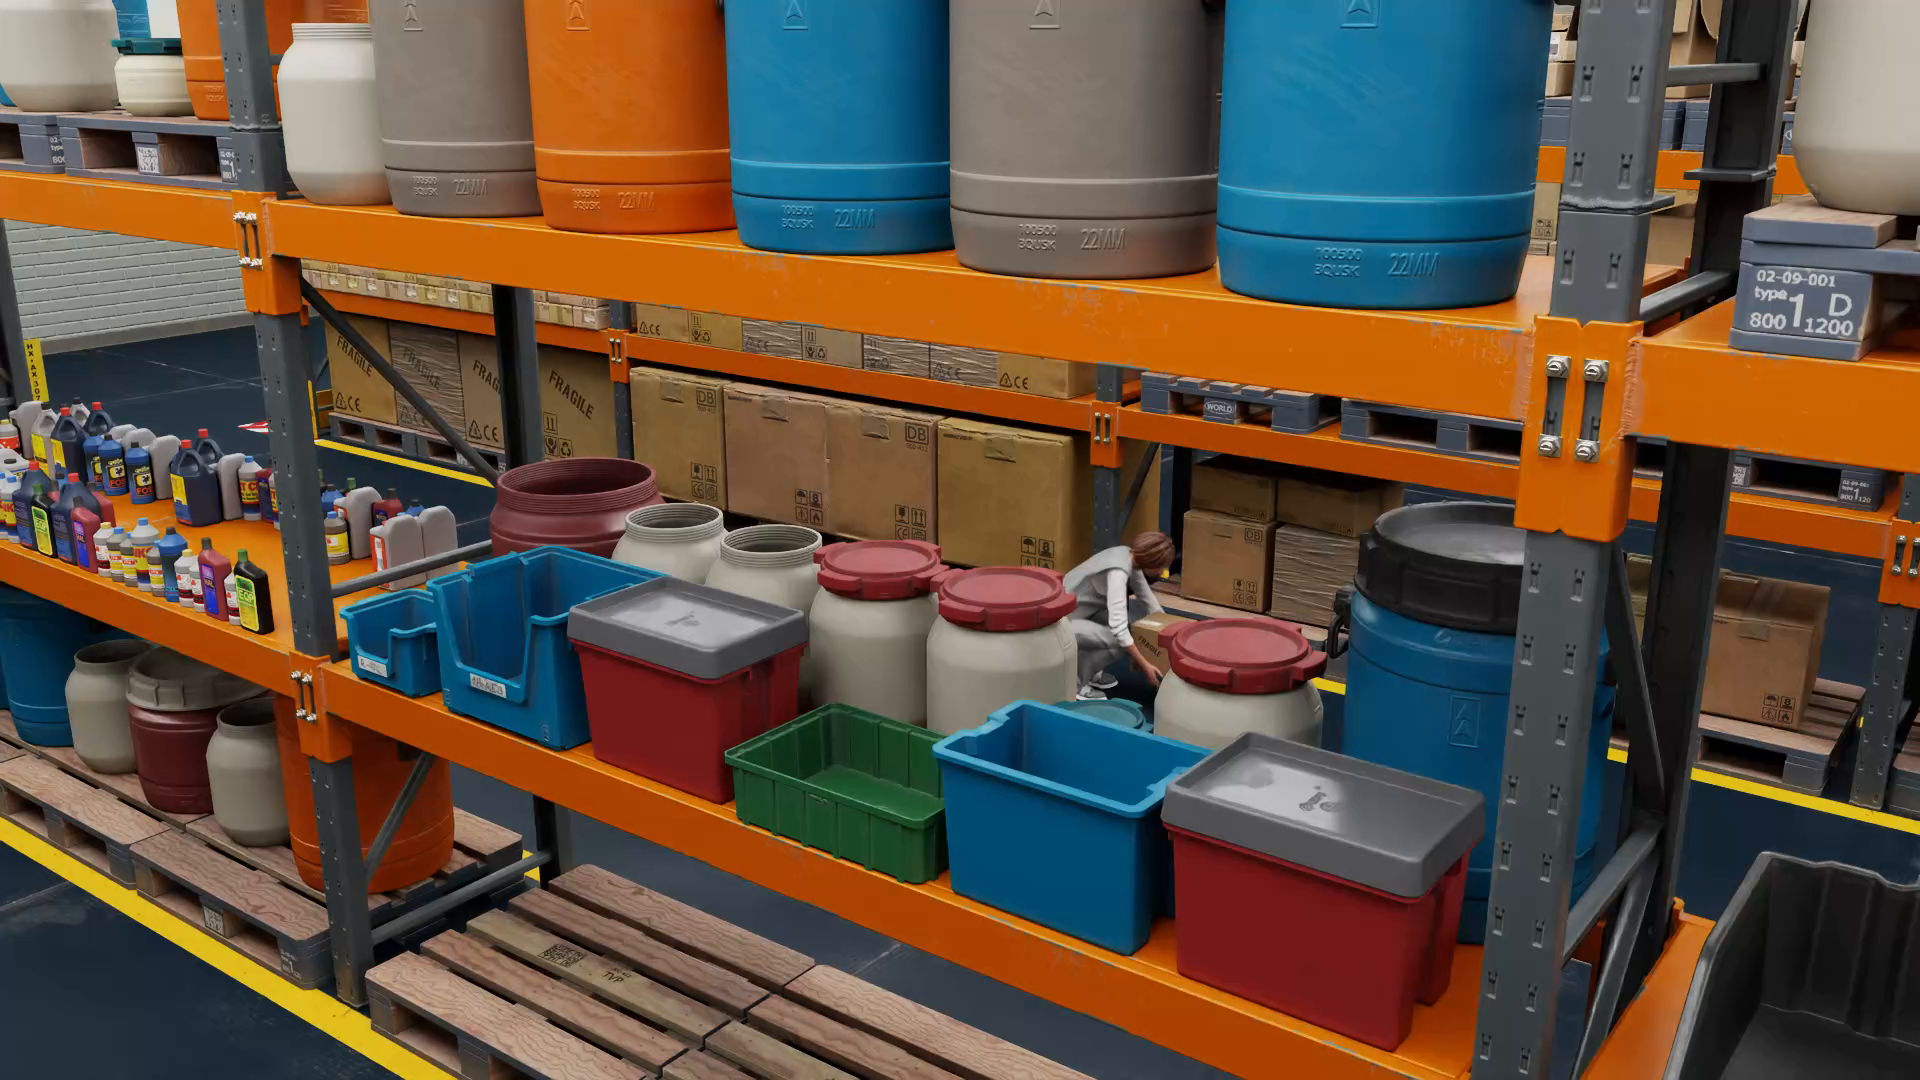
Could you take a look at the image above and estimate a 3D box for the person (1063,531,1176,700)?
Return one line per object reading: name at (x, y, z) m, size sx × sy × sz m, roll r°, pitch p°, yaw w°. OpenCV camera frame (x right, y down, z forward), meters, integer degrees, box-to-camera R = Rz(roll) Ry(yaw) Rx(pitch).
person at (0.762, 0.380, 8.509) m, size 0.807 × 0.909 × 0.452 m, roll 8°, pitch 18°, yaw 23°
